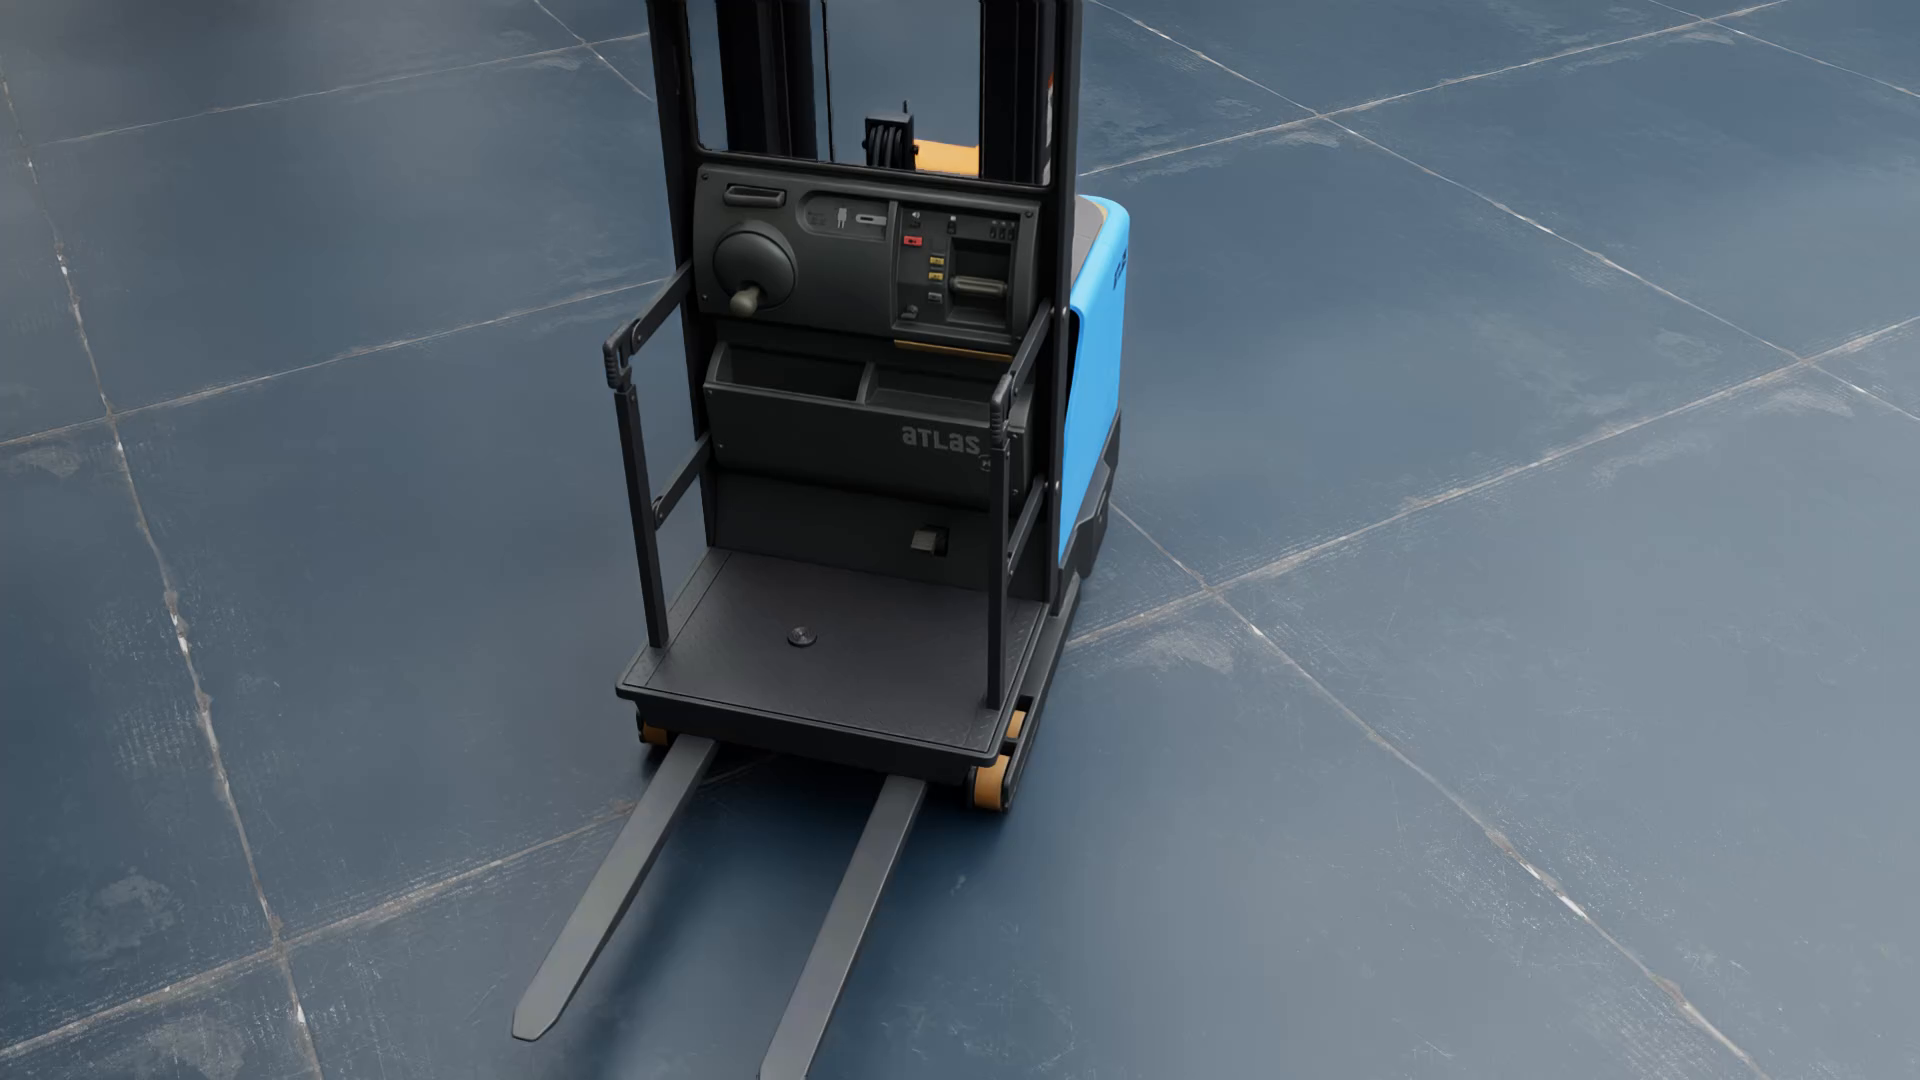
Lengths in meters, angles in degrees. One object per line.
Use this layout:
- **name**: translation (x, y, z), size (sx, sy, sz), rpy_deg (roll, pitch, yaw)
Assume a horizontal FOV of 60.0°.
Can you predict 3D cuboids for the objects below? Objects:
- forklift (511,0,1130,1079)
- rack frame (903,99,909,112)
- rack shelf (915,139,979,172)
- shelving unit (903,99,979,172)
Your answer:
- **forklift**: translation (-0.311, -0.675, 4.190), size (1.130, 2.935, 3.031), rpy_deg (9, 37, 12)
- **rack frame**: translation (-0.224, -0.997, 6.098), size (0.015, 1.200, 0.240), rpy_deg (11, 38, 15)
- **rack shelf**: translation (0.006, -1.268, 5.802), size (0.480, 0.148, 0.258), rpy_deg (11, 38, 15)
- **shelving unit**: translation (0.006, -0.950, 6.034), size (0.503, 1.200, 0.258), rpy_deg (11, 38, 15)
